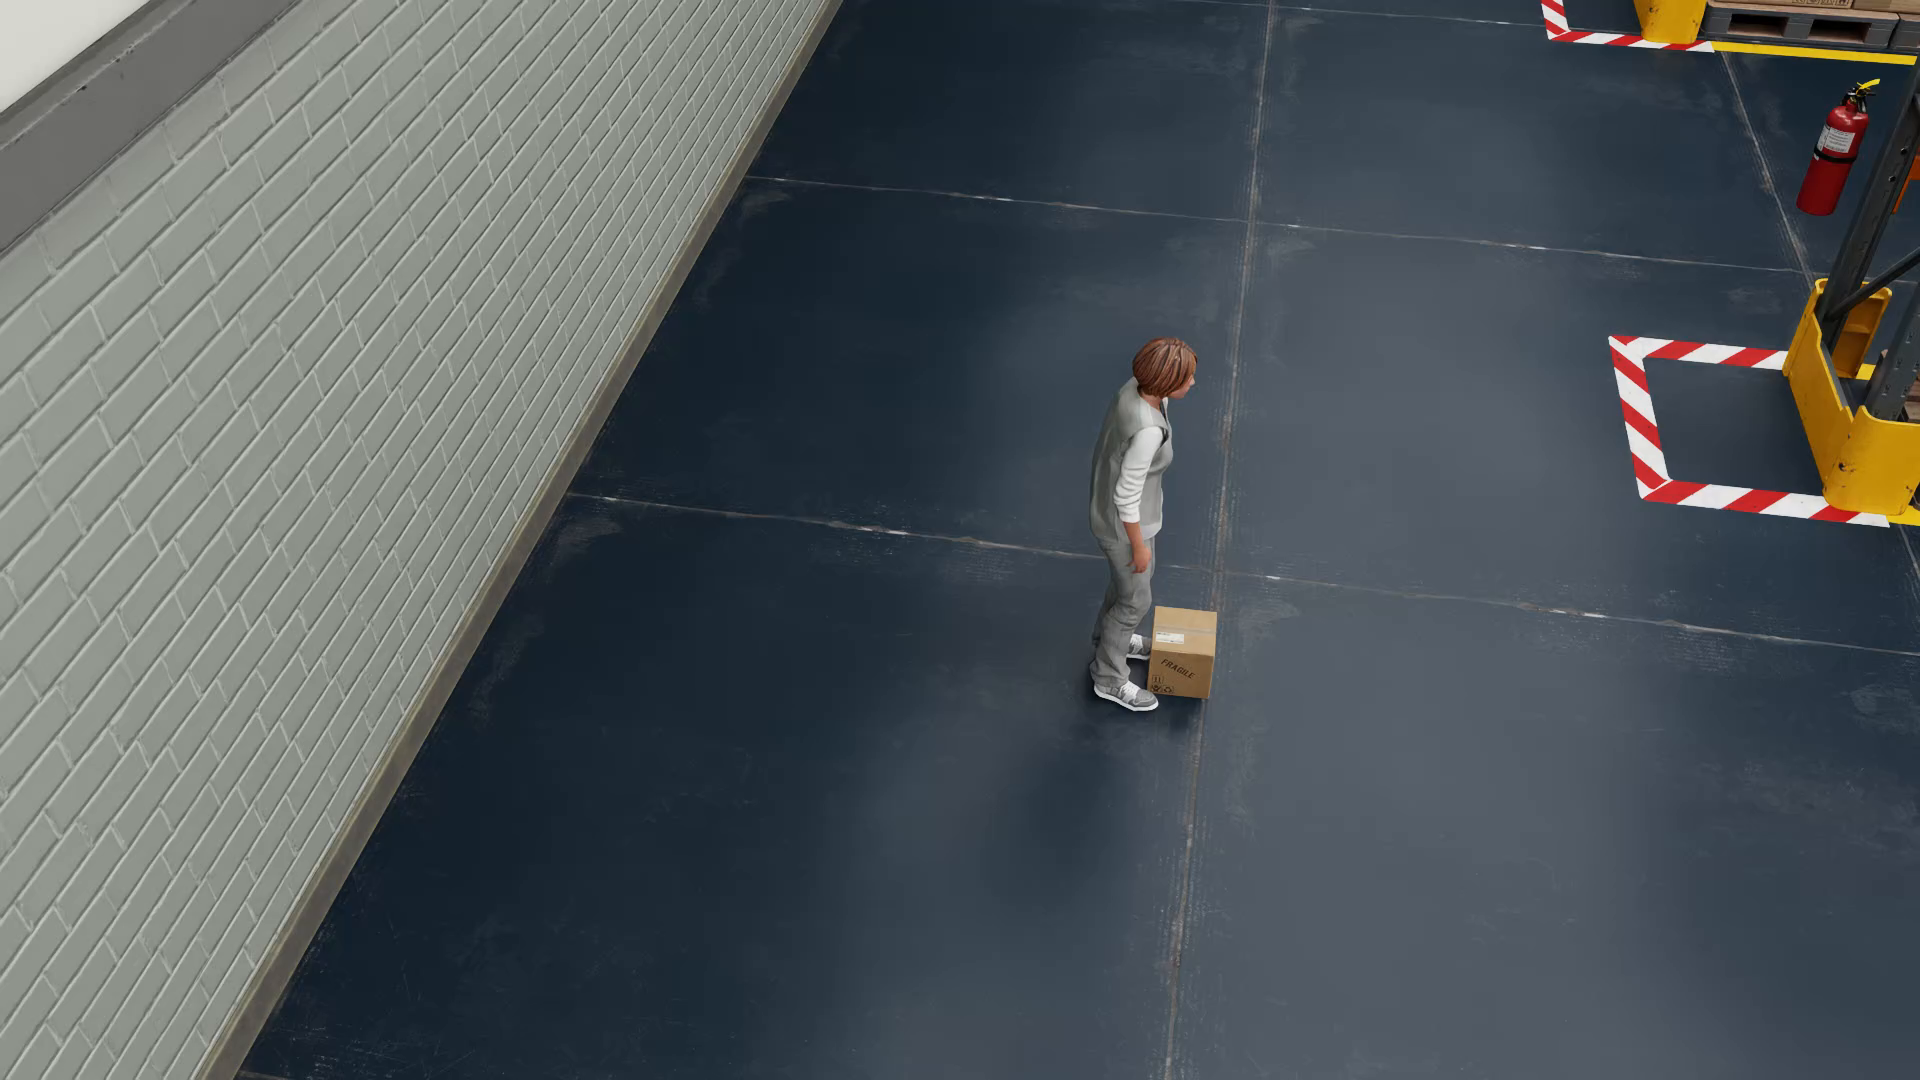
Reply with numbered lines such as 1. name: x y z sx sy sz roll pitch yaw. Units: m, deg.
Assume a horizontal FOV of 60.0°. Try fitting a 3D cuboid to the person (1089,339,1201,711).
1. person: 0.660 -0.070 6.255 0.347 1.581 0.465 6 42 7
